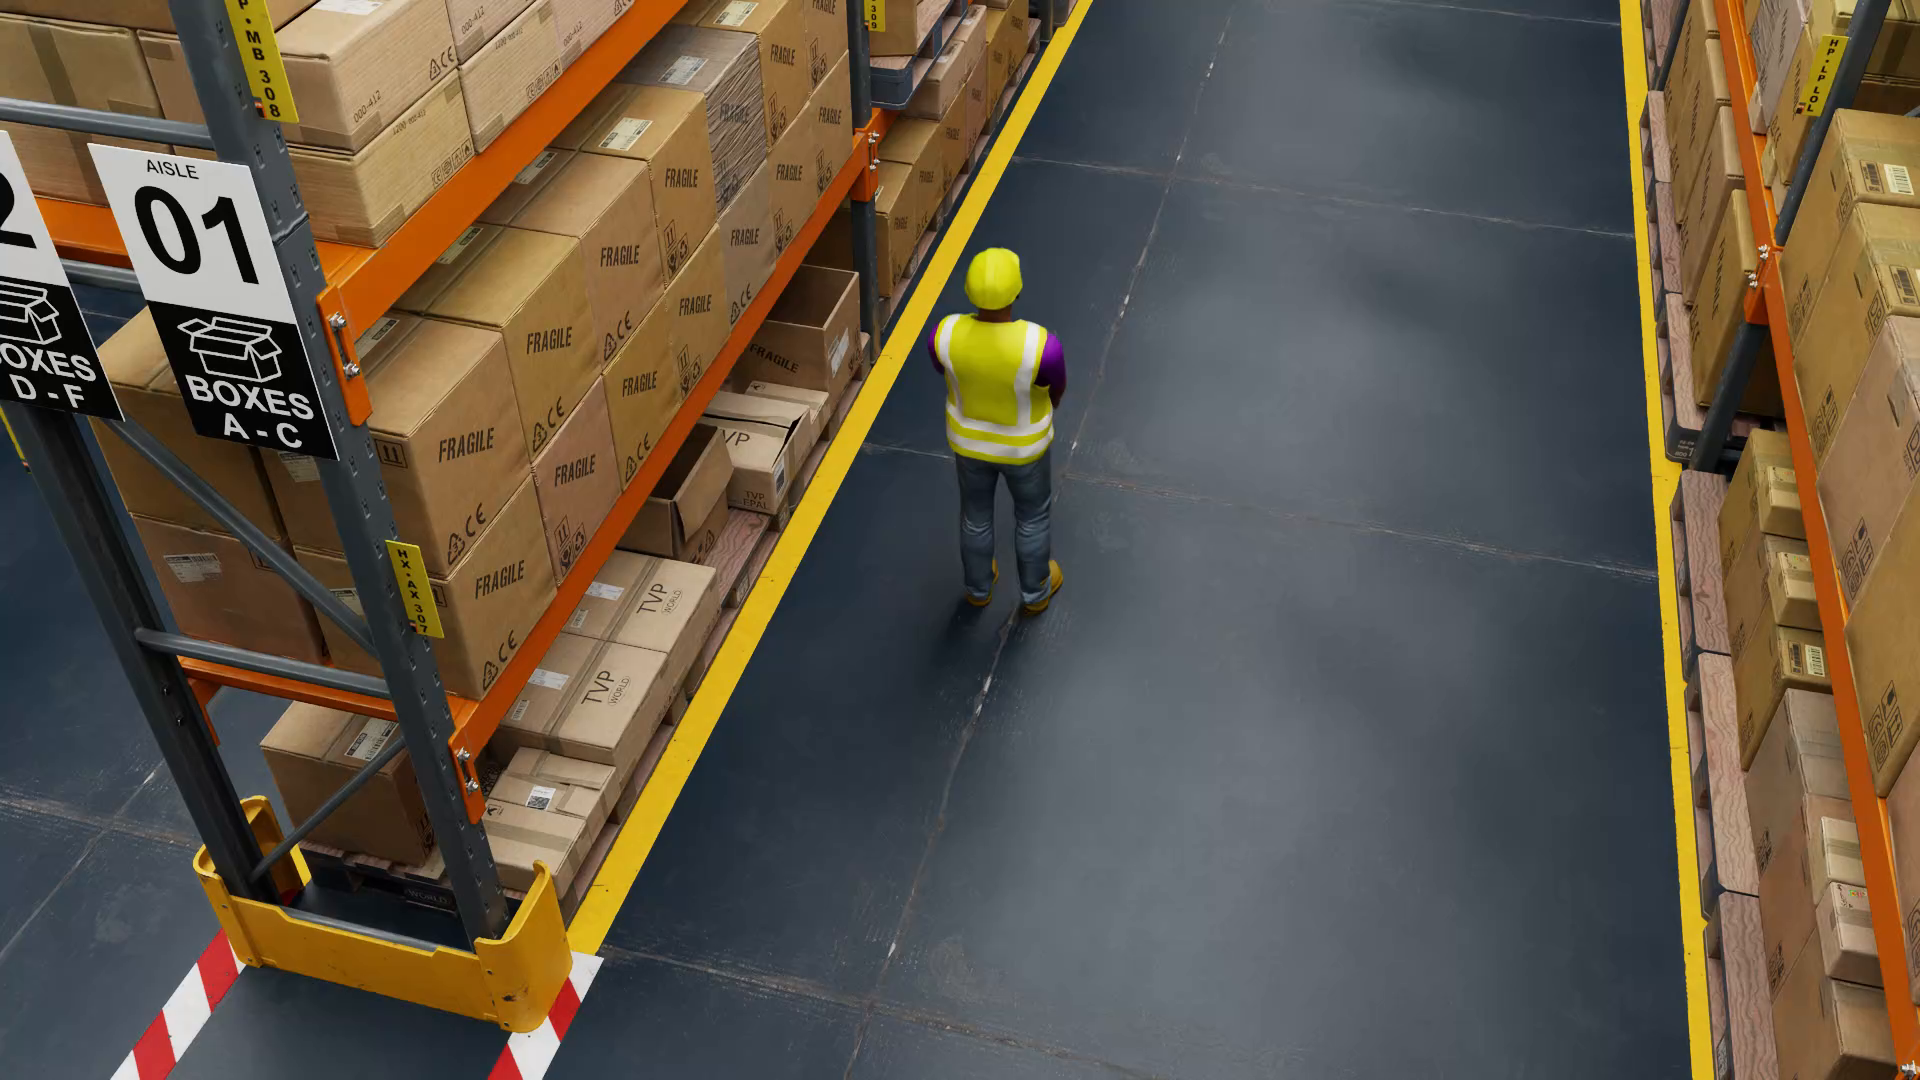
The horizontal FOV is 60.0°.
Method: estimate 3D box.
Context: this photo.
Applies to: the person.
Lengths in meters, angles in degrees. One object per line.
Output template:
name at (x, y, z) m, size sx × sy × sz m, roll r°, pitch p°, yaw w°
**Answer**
person at (0.170, -0.455, 6.664) m, size 0.524 × 1.772 × 0.559 m, roll 10°, pitch 42°, yaw 11°
